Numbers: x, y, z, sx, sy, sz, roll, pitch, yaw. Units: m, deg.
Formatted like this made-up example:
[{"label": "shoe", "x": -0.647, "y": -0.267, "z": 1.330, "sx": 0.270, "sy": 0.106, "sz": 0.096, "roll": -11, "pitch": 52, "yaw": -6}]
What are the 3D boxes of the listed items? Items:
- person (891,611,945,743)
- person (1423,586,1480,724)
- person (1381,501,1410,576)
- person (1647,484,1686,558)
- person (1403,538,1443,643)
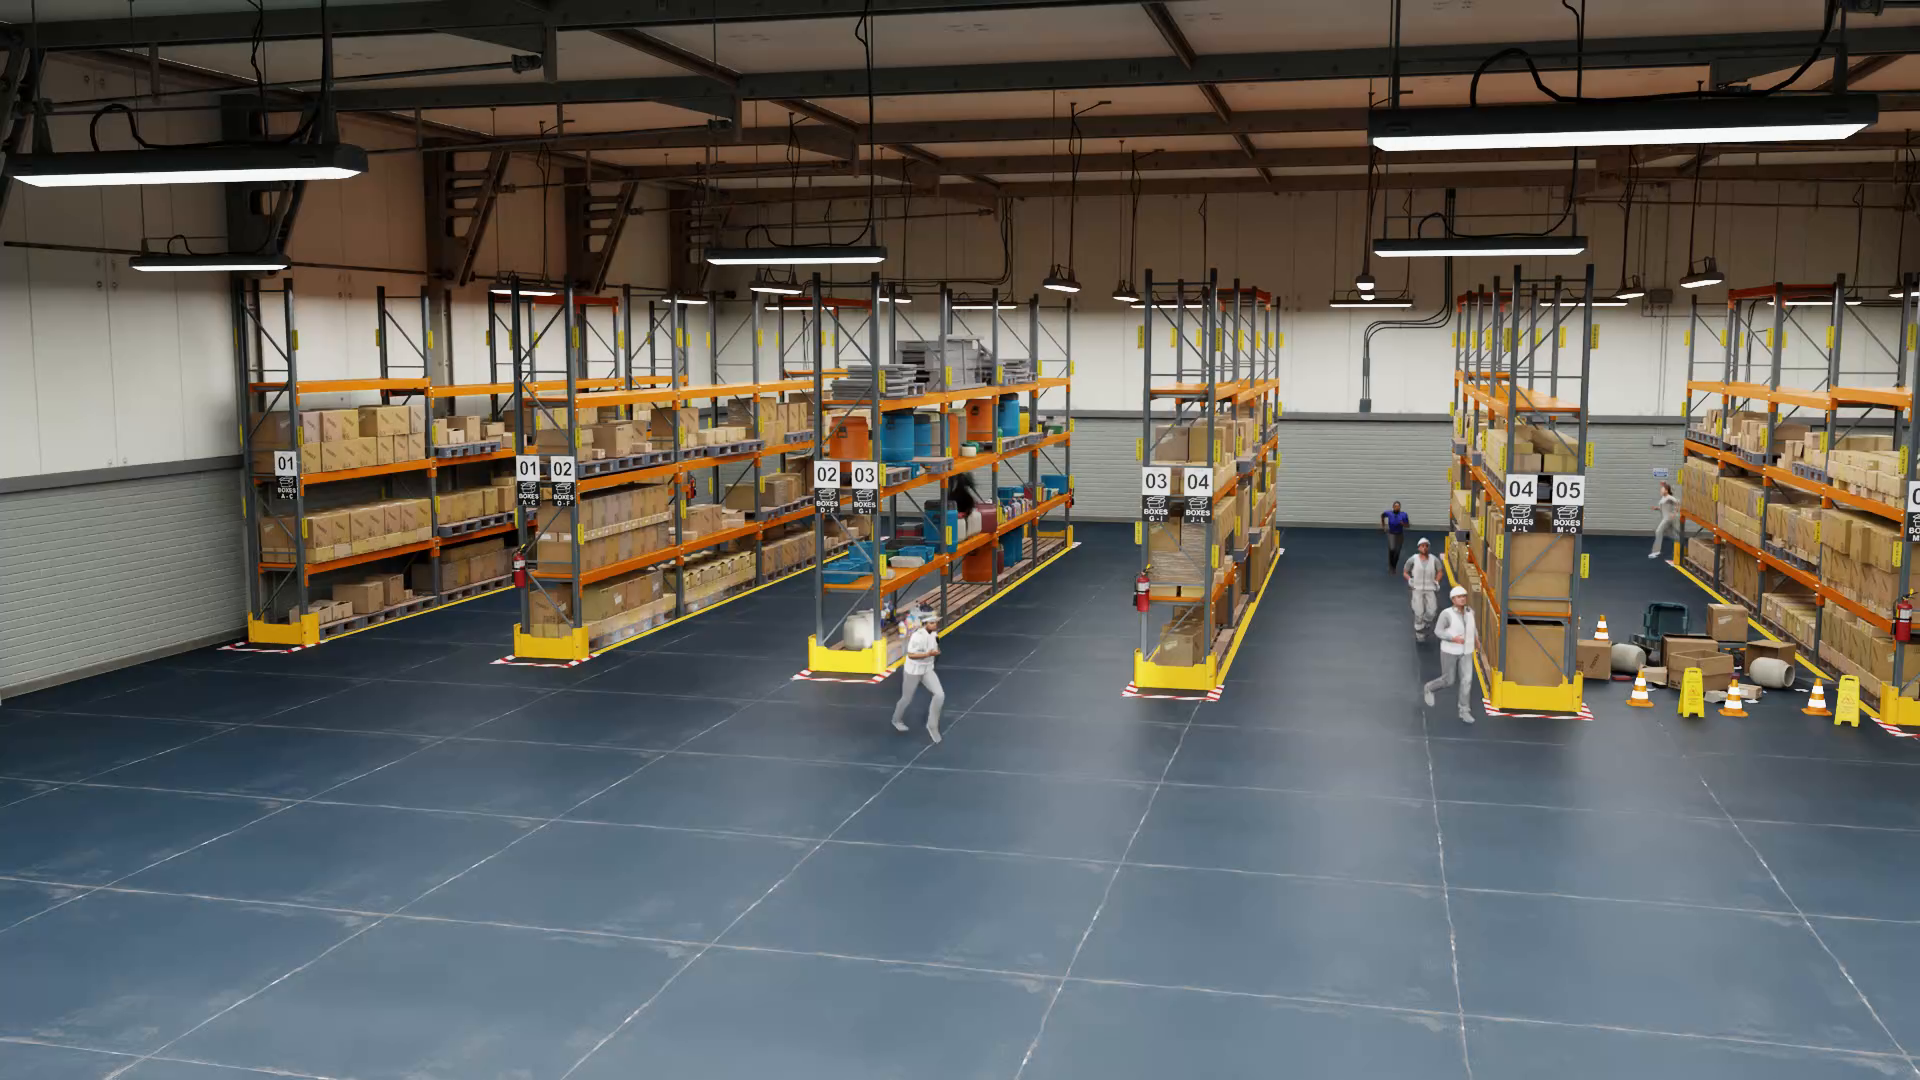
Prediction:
[{"label": "person", "x": -0.537, "y": 1.691, "z": 20.916, "sx": 0.569, "sy": 1.683, "sz": 0.918, "roll": -6, "pitch": 9, "yaw": -40}, {"label": "person", "x": 6.591, "y": 1.484, "z": 22.121, "sx": 0.675, "sy": 1.774, "sz": 0.937, "roll": -2, "pitch": 7, "yaw": -14}, {"label": "person", "x": 9.273, "y": -0.048, "z": 35.450, "sx": 0.566, "sy": 1.602, "sz": 0.862, "roll": 1, "pitch": 7, "yaw": 8}, {"label": "person", "x": 16.367, "y": -0.436, "z": 38.409, "sx": 0.887, "sy": 1.696, "sz": 0.518, "roll": 2, "pitch": 7, "yaw": 13}, {"label": "person", "x": 7.675, "y": 0.841, "z": 27.546, "sx": 0.651, "sy": 1.737, "sz": 0.567, "roll": 1, "pitch": 7, "yaw": 9}]
